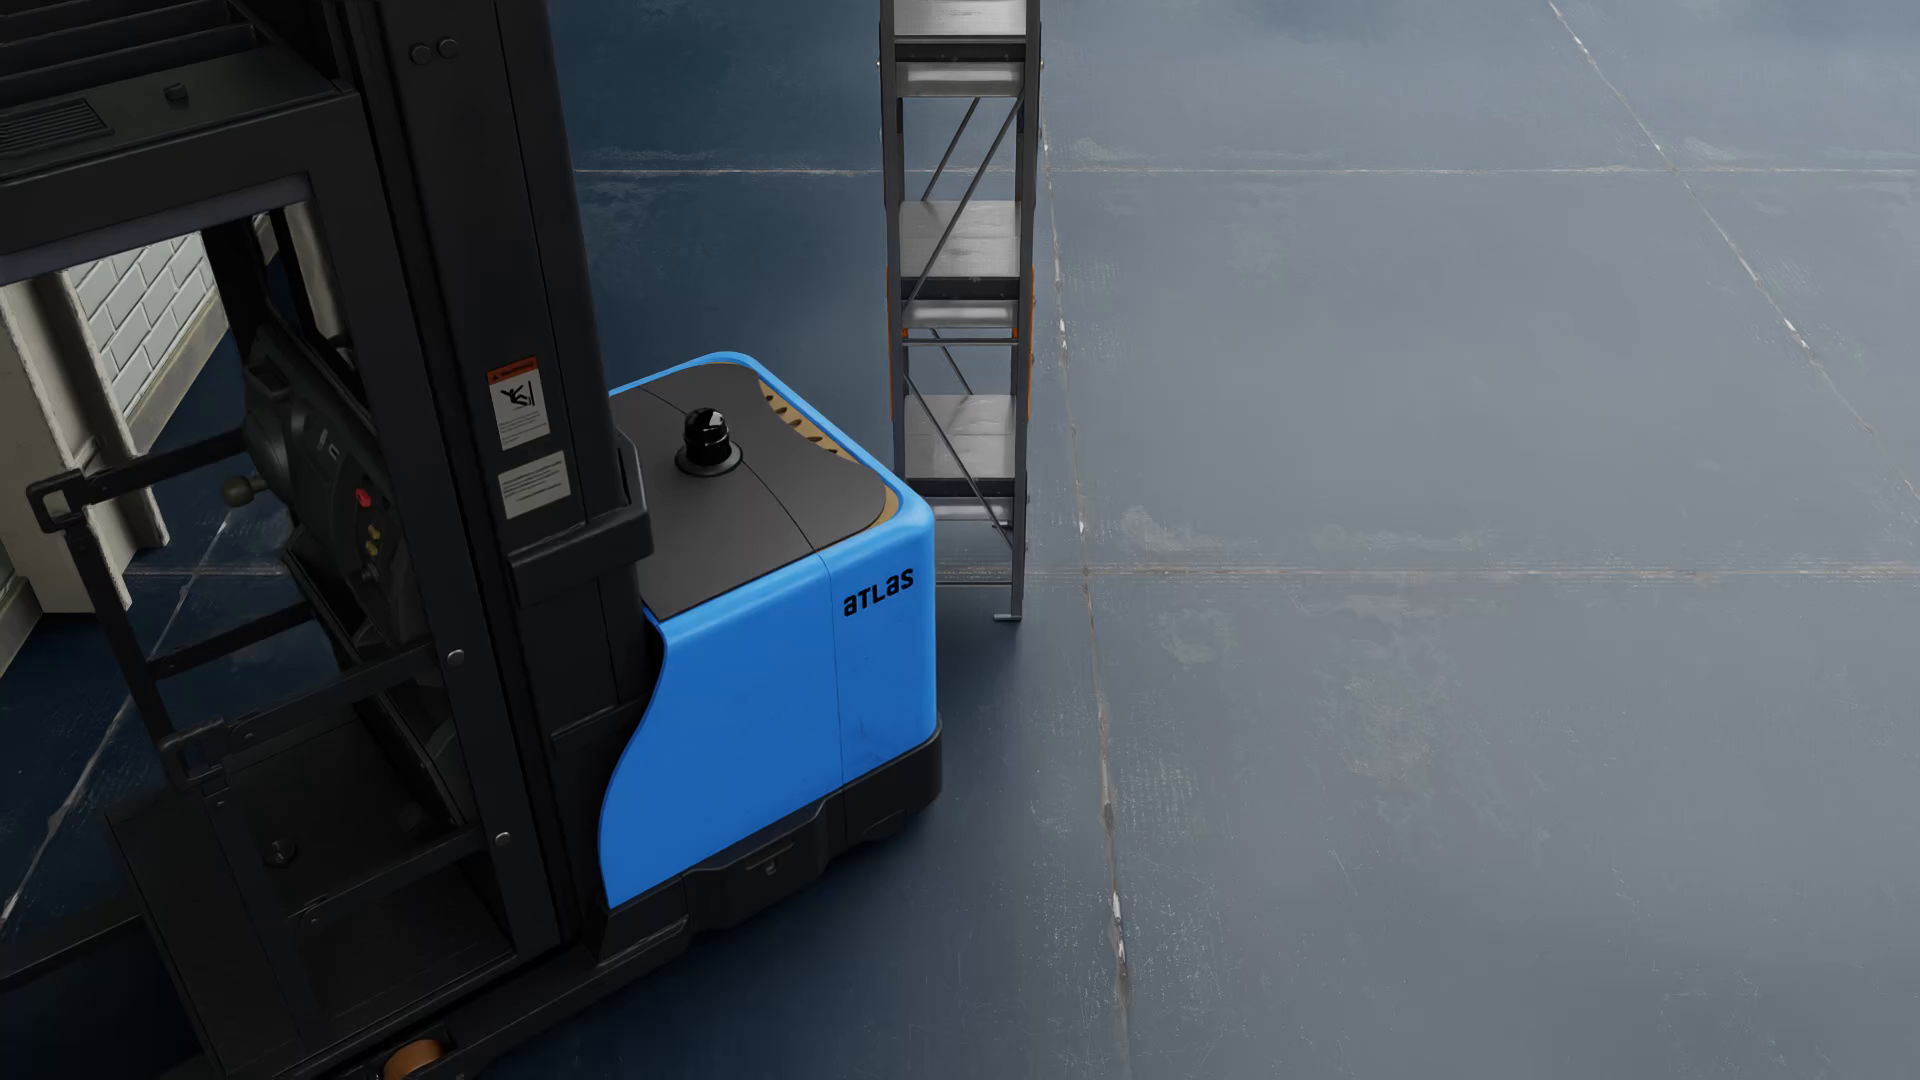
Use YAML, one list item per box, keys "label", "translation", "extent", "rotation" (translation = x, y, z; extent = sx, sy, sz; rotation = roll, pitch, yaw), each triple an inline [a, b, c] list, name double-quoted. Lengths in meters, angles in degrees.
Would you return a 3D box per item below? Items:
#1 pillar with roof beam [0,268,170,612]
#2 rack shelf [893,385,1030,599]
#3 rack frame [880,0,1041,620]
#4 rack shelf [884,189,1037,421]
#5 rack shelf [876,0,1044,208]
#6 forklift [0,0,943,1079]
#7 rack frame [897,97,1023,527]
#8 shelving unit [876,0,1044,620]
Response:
- label: "pillar with roof beam"
  translation: [1.415, -3.402, 2.800]
  extent: [9.100, 9.000, 0.400]
  rotation: [0, 39, 0]
- label: "rack shelf"
  translation: [0.000, -0.159, 5.410]
  extent: [0.431, 0.518, 0.480]
  rotation: [0, 39, 0]
- label: "rack frame"
  translation: [0.000, -0.563, 4.774]
  extent: [0.400, 2.100, 0.015]
  rotation: [0, 39, 0]
- label: "rack shelf"
  translation: [0.000, -0.705, 4.973]
  extent: [0.431, 0.518, 0.480]
  rotation: [0, 39, 0]
- label: "rack shelf"
  translation: [0.000, -1.251, 4.535]
  extent: [0.431, 0.518, 0.480]
  rotation: [0, 39, 0]
- label: "forklift"
  translation: [-1.534, -0.073, 3.497]
  extent: [3.031, 2.935, 1.130]
  rotation: [-25, 45, -28]
- label: "rack frame"
  translation: [0.000, -0.868, 5.155]
  extent: [0.400, 2.100, 0.015]
  rotation: [0, 39, 0]
- label: "shelving unit"
  translation: [0.000, -0.716, 4.964]
  extent: [0.431, 2.100, 0.503]
  rotation: [0, 39, 0]
